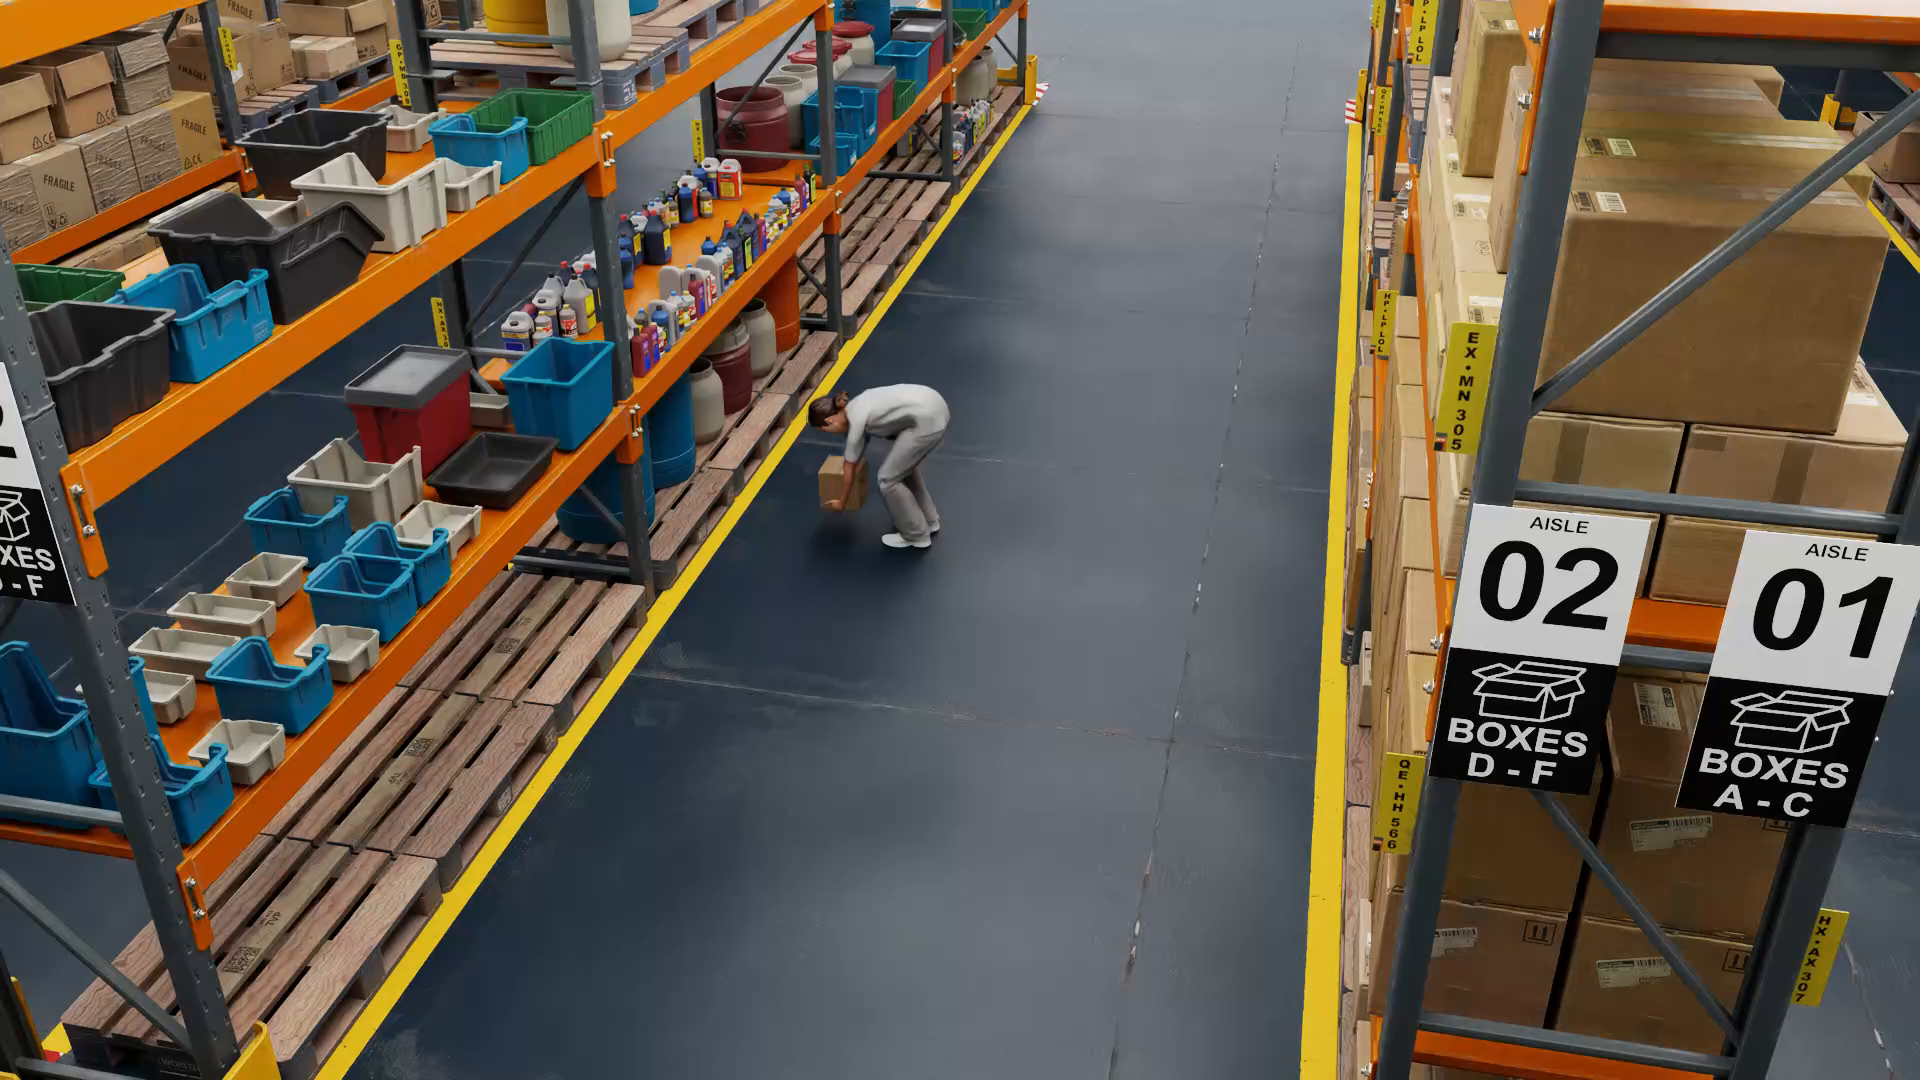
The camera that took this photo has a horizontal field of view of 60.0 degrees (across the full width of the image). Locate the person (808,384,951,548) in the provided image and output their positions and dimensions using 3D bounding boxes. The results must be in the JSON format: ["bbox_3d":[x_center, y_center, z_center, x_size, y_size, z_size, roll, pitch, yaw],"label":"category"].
[{"bbox_3d":[-0.493,-0.475,10.176,0.866,0.998,0.446,5,29,8],"label":"person"}]
